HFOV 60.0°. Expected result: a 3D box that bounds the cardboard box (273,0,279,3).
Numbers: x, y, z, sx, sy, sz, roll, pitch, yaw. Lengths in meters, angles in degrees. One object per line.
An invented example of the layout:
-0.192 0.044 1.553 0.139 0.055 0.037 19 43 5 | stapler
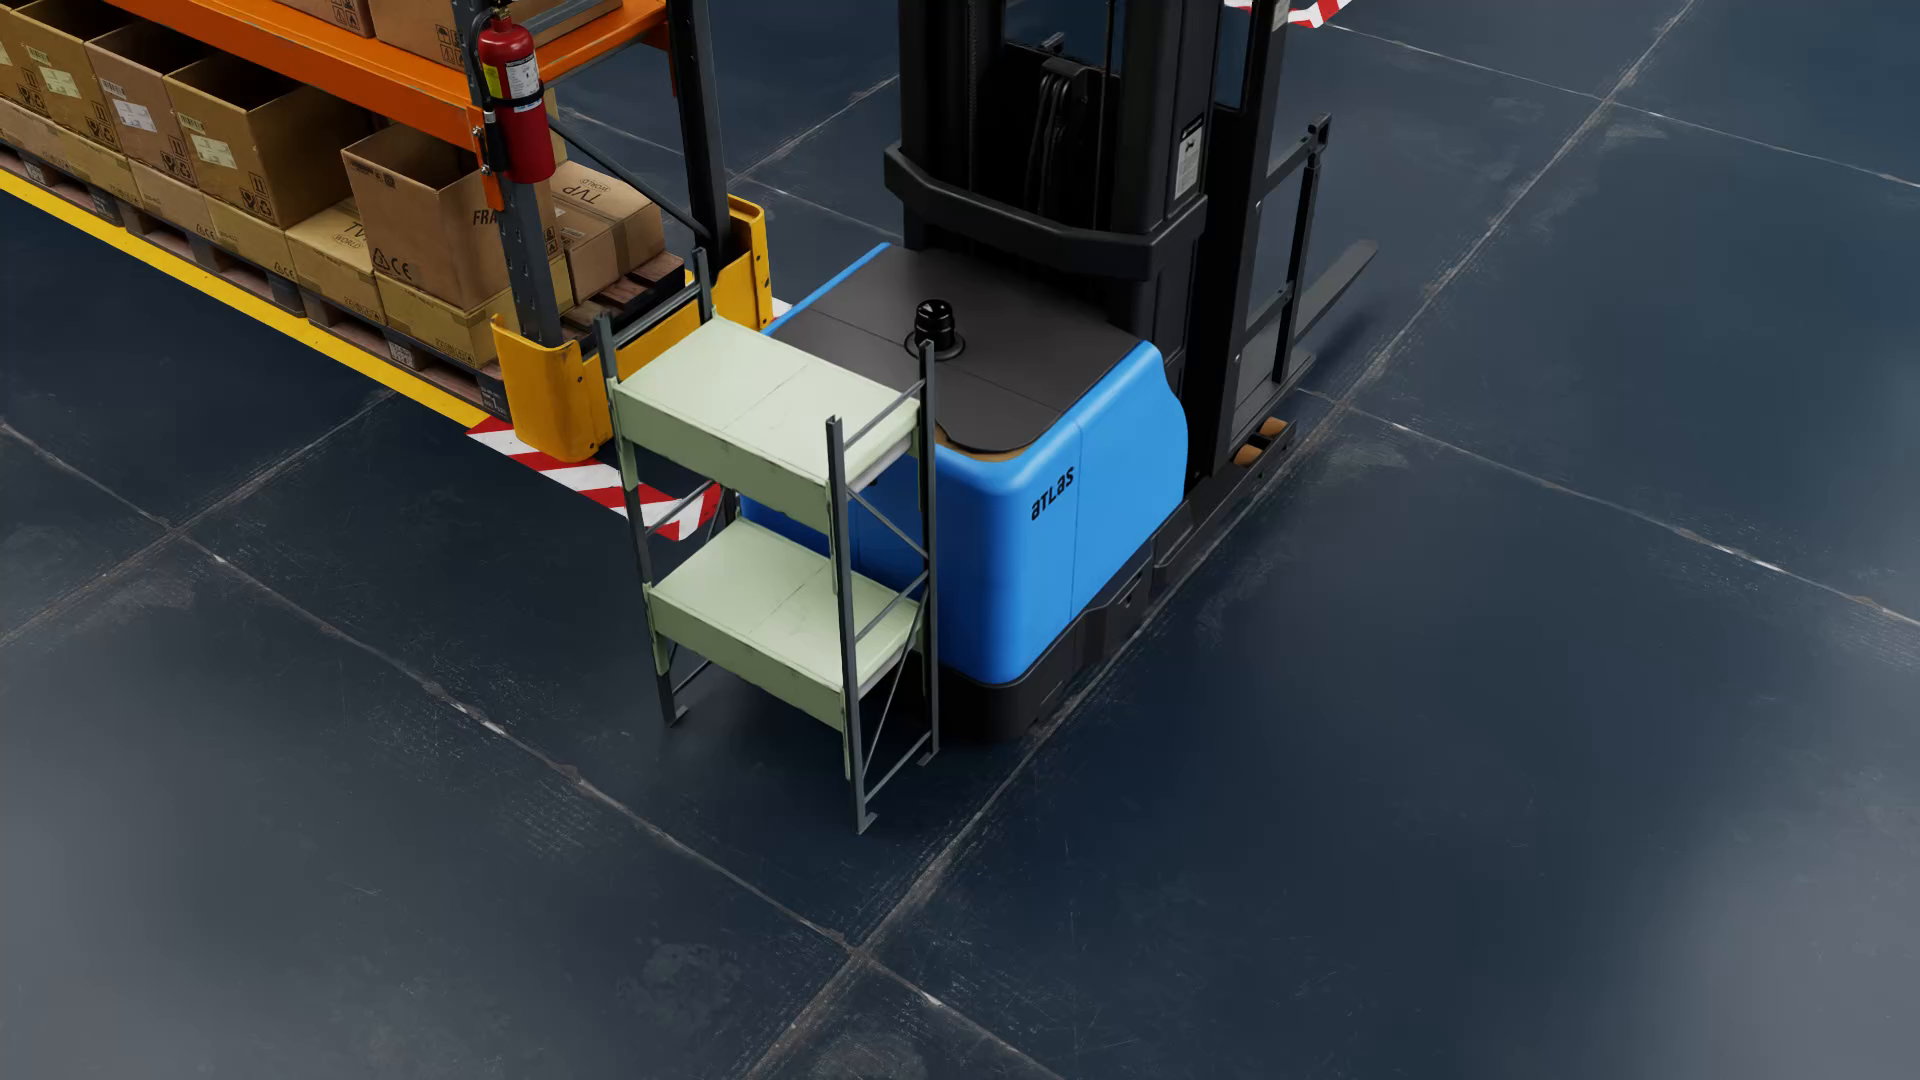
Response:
-2.437 -2.388 6.095 0.500 0.500 0.700 25 48 26 | cardboard box

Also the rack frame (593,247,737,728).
-0.787 -0.097 4.733 0.023 1.500 0.400 25 47 25 | rack frame

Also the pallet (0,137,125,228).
-3.874 -1.939 7.758 1.213 0.211 1.003 25 48 25 | pallet

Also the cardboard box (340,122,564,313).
-1.836 -1.228 6.057 0.500 0.500 0.500 25 48 25 | cardboard box

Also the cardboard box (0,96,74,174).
-3.889 -1.900 7.371 0.500 0.250 0.500 25 48 25 | cardboard box

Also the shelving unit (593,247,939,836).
-0.486 0.043 4.578 0.755 1.500 0.431 25 47 25 | shelving unit

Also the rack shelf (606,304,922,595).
-0.486 -0.248 4.317 0.720 0.370 0.431 25 47 25 | rack shelf

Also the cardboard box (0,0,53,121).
-3.887 -2.181 7.123 0.500 0.500 0.500 25 48 25 | cardboard box

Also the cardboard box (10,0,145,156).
-3.482 -1.985 6.904 0.500 0.500 0.500 25 48 25 | cardboard box

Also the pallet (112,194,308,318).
-2.871 -1.472 7.237 1.213 0.211 1.003 25 48 25 | pallet

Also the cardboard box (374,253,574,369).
-1.835 -0.950 6.309 0.500 0.250 0.500 25 48 25 | cardboard box

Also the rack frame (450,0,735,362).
-1.226 -1.774 5.483 0.127 3.000 1.000 25 48 25 | rack frame

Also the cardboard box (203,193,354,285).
-2.661 -1.325 6.728 0.500 0.250 0.500 25 48 25 | cardboard box

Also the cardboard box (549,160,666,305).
-1.537 -1.232 6.625 0.500 0.250 0.500 25 48 25 | cardboard box

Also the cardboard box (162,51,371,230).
-2.663 -1.603 6.476 0.500 0.500 0.500 25 48 25 | cardboard box

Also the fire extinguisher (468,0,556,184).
-1.396 -1.446 5.175 0.183 0.674 0.296 25 48 25 | fire extinguisher

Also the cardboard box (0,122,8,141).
-4.295 -2.094 7.588 0.500 0.250 0.500 25 48 25 | cardboard box

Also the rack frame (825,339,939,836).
-0.186 0.182 4.422 0.023 1.500 0.400 25 47 25 | rack frame

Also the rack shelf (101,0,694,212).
-2.863 -2.271 6.578 4.000 0.370 1.077 25 48 25 | rack shelf

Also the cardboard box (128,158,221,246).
-3.070 -1.517 6.943 0.500 0.250 0.500 25 48 25 | cardboard box

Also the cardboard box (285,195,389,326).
-2.251 -1.134 6.515 0.500 0.250 0.500 25 48 25 | cardboard box

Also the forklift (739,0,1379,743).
0.566 -1.433 5.153 1.130 2.935 3.031 25 47 25 | forklift

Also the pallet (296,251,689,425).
-1.876 -1.005 6.714 1.213 0.211 1.003 25 48 25 | pallet

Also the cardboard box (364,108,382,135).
-2.365 -1.887 6.794 0.500 0.500 0.500 25 48 25 | cardboard box

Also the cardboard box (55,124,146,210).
-3.483 -1.705 7.154 0.500 0.250 0.500 25 48 25 | cardboard box

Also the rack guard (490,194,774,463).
-1.206 -0.833 6.306 0.348 0.500 1.175 25 48 25 | rack guard

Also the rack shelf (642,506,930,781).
-0.486 0.286 4.795 0.720 0.370 0.431 25 47 25 | rack shelf

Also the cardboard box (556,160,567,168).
-1.949 -1.422 6.836 0.500 0.250 0.500 25 48 25 | cardboard box

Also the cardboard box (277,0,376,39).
-2.034 -2.195 5.879 0.500 0.500 0.700 26 48 26 | cardboard box

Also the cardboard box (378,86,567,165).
-1.948 -1.702 6.588 0.500 0.500 0.500 25 48 25 | cardboard box

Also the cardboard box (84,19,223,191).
-3.072 -1.795 6.691 0.500 0.500 0.500 25 48 25 | cardboard box

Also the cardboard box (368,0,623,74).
-1.601 -1.997 5.657 0.500 0.500 0.700 25 48 25 | cardboard box
